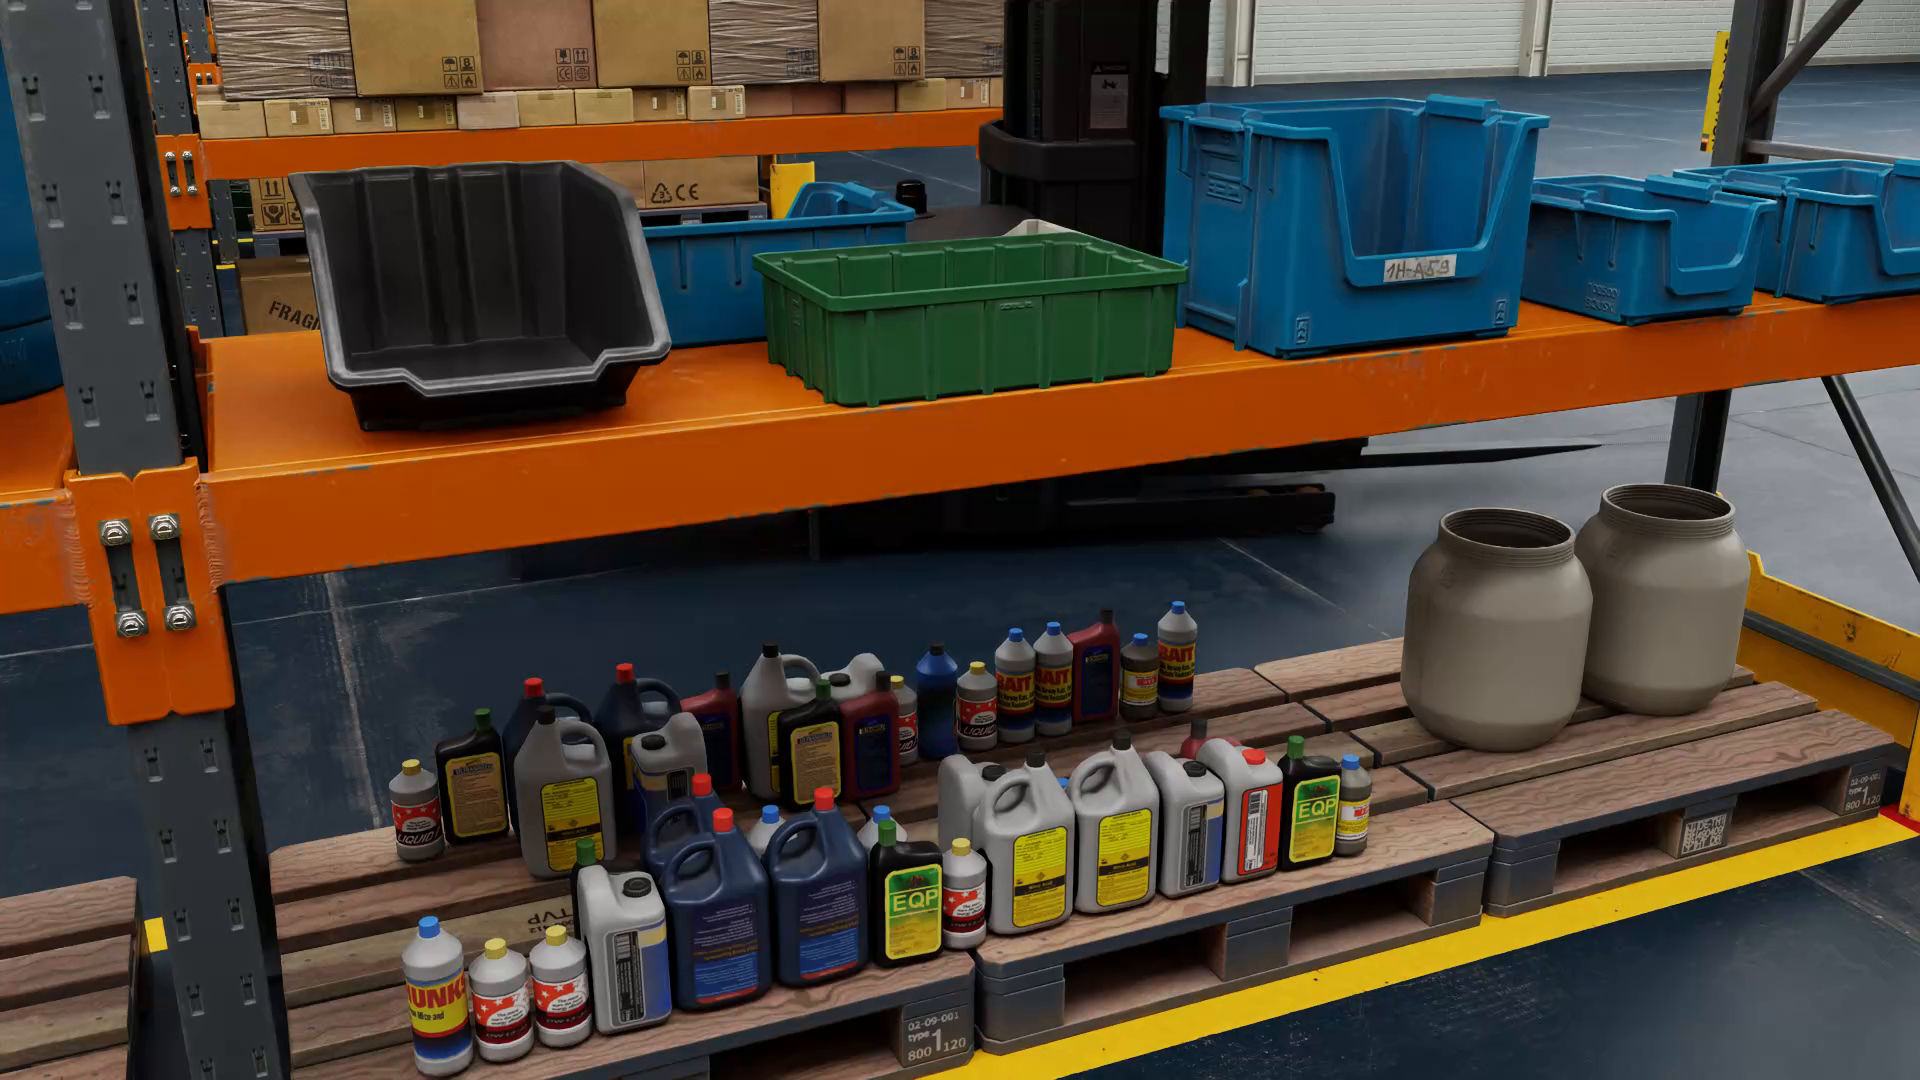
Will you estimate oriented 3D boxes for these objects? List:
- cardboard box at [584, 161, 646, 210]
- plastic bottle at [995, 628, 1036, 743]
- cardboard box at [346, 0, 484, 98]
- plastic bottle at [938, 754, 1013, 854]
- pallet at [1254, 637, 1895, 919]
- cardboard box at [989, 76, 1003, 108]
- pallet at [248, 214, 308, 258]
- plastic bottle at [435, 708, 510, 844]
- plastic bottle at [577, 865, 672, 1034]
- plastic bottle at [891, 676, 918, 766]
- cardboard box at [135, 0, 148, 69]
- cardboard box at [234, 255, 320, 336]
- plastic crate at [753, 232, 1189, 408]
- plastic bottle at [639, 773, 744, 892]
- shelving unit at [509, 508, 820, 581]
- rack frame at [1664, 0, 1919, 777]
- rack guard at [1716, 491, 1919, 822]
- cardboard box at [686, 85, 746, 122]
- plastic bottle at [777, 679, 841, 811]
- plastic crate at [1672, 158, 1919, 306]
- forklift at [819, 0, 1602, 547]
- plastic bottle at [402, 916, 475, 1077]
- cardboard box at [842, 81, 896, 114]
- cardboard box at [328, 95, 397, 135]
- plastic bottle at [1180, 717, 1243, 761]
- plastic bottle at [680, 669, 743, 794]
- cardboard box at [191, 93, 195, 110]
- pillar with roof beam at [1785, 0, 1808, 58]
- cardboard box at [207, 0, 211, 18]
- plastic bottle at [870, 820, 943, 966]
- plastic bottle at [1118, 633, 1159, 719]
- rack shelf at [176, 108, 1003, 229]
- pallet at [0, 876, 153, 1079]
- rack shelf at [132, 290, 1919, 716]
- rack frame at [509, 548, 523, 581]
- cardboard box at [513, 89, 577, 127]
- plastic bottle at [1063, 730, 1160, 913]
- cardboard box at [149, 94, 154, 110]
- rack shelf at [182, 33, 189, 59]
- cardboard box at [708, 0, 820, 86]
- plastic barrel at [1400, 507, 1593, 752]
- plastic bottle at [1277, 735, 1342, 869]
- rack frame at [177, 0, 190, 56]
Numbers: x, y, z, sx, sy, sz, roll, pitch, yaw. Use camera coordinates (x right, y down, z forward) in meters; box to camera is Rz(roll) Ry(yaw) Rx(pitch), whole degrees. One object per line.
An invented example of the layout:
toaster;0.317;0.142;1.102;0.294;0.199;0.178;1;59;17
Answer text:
cardboard box;-2.911;-2.945;12.437;0.875;0.875;0.875;-9;21;-23
plastic bottle;0.132;0.342;3.979;0.097;0.271;0.097;0;19;0
cardboard box;-2.397;-2.206;7.172;0.500;0.500;0.875;-8;21;-22
plastic bottle;0.041;0.562;3.347;0.135;0.276;0.152;-8;21;-22
pallet;1.528;0.506;4.267;1.213;0.211;1.003;-8;21;-22
cardboard box;0.185;-2.230;8.218;0.250;0.149;0.380;-8;21;-22
pallet;-4.451;-2.210;11.980;1.213;0.211;1.003;-8;21;-22
plastic bottle;-1.035;0.497;3.521;0.133;0.283;0.061;-7;21;-19
plastic bottle;-0.594;0.705;2.941;0.135;0.276;0.152;-7;21;-20
plastic bottle;-0.148;0.415;3.877;0.097;0.201;0.097;0;19;0
cardboard box;-5.553;-3.346;10.857;0.500;0.500;0.500;-8;21;-22
cardboard box;-2.925;-0.982;7.427;0.500;0.500;0.500;-9;21;-24
plastic crate;0.012;-0.405;2.975;0.662;0.188;0.450;-8;21;-22
plastic bottle;-0.498;0.606;3.111;0.185;0.351;0.144;-8;21;-22
shelving unit;-1.050;-0.505;5.763;1.048;1.125;0.538;-4;20;-10
rack frame;2.327;-0.939;4.172;0.127;3.000;1.000;-8;21;-22
rack guard;2.276;0.265;4.518;0.348;0.500;1.175;-8;21;-22
cardboard box;-1.151;-2.001;7.567;0.250;0.149;0.380;-8;21;-22
plastic bottle;-0.332;0.449;3.659;0.133;0.283;0.061;-8;21;-22
plastic crate;1.986;-0.712;3.750;0.616;0.251;0.499;-8;21;-22
forklift;0.926;-1.569;6.066;3.031;2.935;1.130;-3;20;-9
plastic bottle;-0.880;0.759;2.797;0.097;0.271;0.097;0;19;0
cardboard box;-0.490;-2.121;7.907;0.250;0.149;0.380;-8;21;-22
cardboard box;-2.538;-1.811;7.028;0.250;0.149;0.380;-8;21;-22
plastic bottle;0.529;0.503;3.506;0.133;0.283;0.061;-8;21;-22
plastic bottle;-0.560;0.429;3.714;0.133;0.283;0.061;-7;20;-18
cardboard box;-6.501;-3.584;14.309;0.500;0.500;0.500;-8;21;-22
pillar with roof beam;17.216;-11.842;26.104;0.400;9.000;9.100;-8;21;-22
cardboard box;-6.719;-5.105;15.407;0.500;0.500;0.500;-8;21;-22
plastic bottle;-0.099;0.648;3.094;0.133;0.283;0.061;-7;21;-20
plastic bottle;0.444;0.331;4.117;0.097;0.201;0.097;0;19;0
rack shelf;-1.471;-1.847;7.834;4.000;0.370;1.077;-8;21;-22
pallet;-2.052;1.018;2.813;1.213;0.211;1.003;-8;21;-22
rack shelf;0.490;-0.336;3.544;4.000;0.370;1.077;-8;21;-22
rack frame;-1.549;-0.474;5.673;0.032;1.125;0.500;-4;20;-10
cardboard box;-1.853;-1.913;7.317;0.250;0.149;0.380;-8;21;-22
plastic bottle;0.294;0.544;3.285;0.185;0.351;0.144;-7;21;-20
cardboard box;-9.677;-5.464;19.968;0.625;0.625;0.875;-7;21;-20
rack shelf;-9.070;-4.343;14.922;4.000;0.370;1.077;-8;21;-22
cardboard box;-1.039;-2.418;7.774;0.500;0.500;0.875;-8;21;-22
plastic barrel;1.293;0.212;4.016;0.421;0.512;0.421;0;19;0
plastic bottle;0.714;0.531;3.425;0.133;0.283;0.061;-8;21;-21
rack frame;-7.233;-4.945;15.550;0.127;3.000;1.000;-8;21;-22
